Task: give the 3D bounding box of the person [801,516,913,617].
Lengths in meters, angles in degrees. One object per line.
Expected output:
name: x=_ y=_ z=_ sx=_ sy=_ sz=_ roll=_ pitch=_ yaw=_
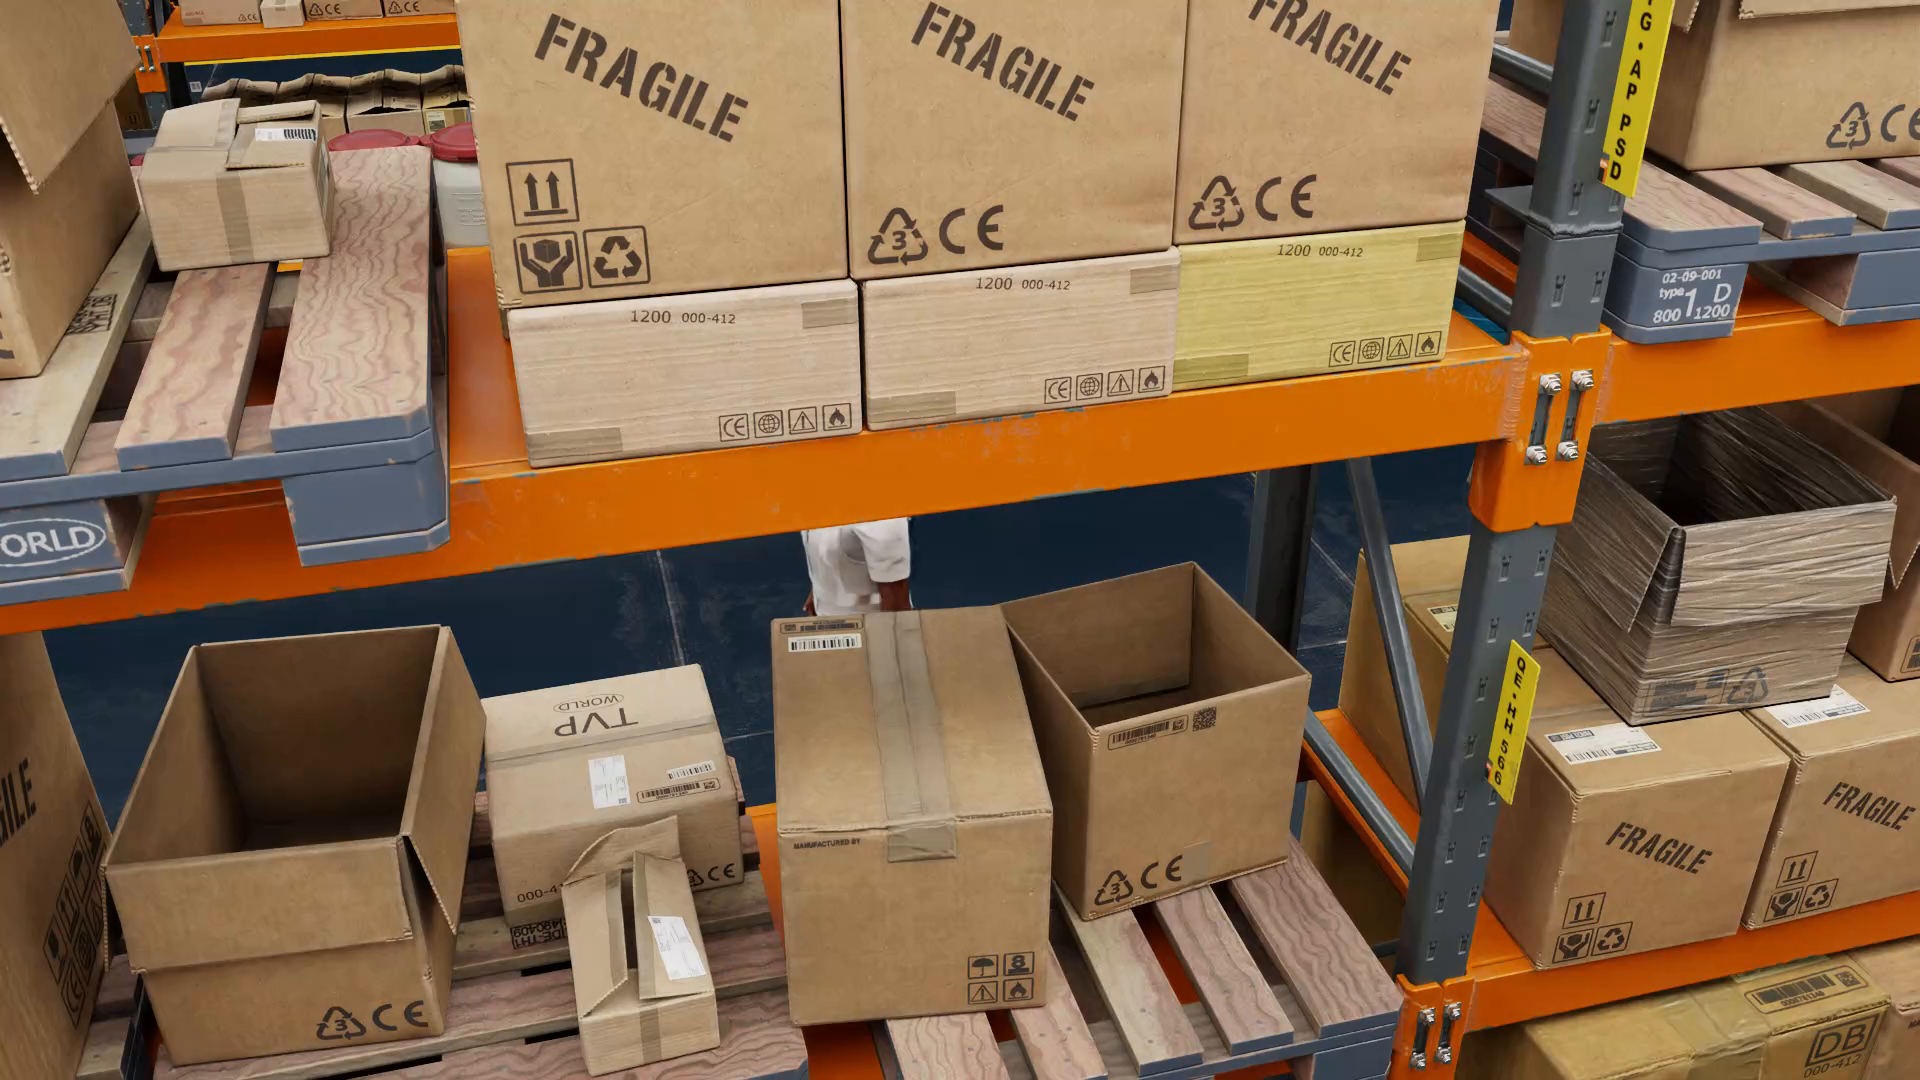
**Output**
person: x=-0.289 y=0.241 z=5.669 sx=0.721 sy=1.743 sz=0.611 roll=-9 pitch=31 yaw=-14
